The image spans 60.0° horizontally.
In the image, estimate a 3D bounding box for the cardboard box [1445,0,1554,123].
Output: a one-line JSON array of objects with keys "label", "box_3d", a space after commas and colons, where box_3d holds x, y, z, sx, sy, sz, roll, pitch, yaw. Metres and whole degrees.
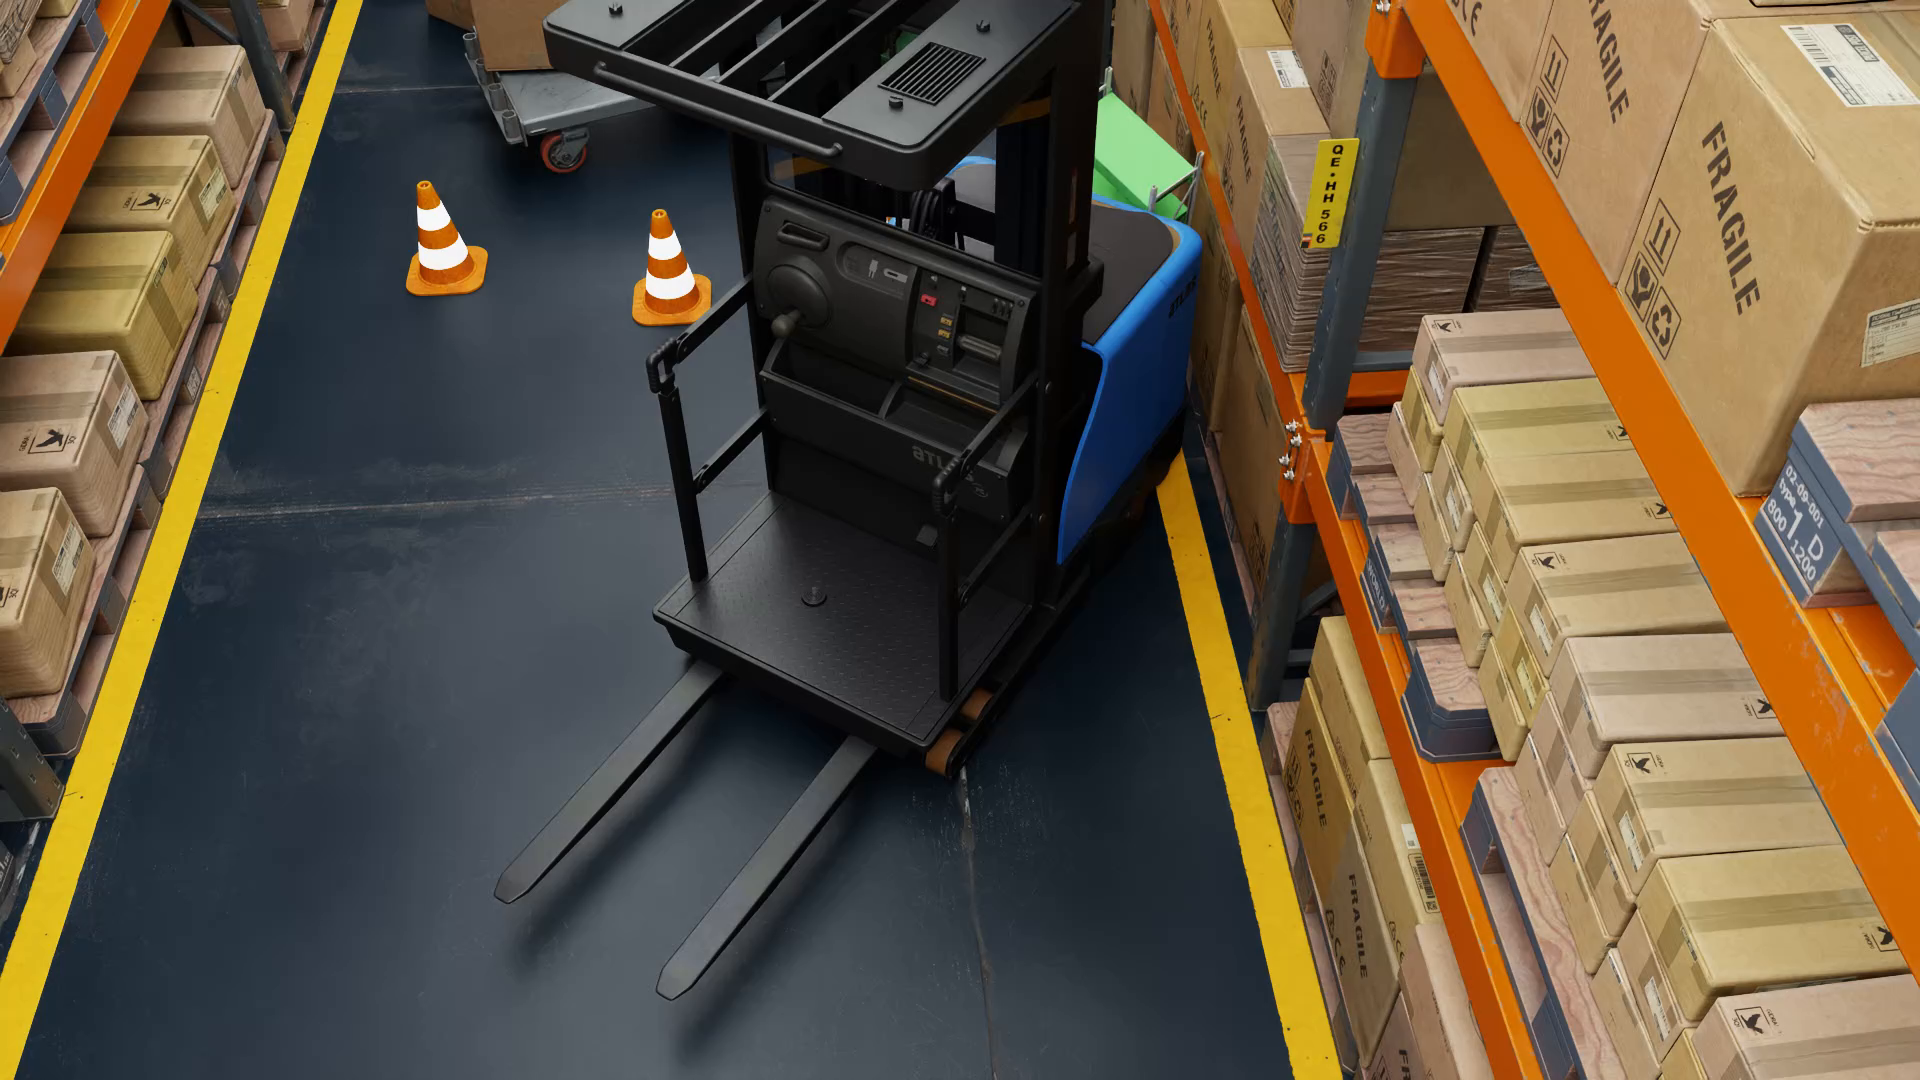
[{"label": "cardboard box", "box_3d": [1.271, -1.149, 3.137, 0.500, 0.500, 0.500, -3, 47, -3]}]

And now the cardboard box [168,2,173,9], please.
[{"label": "cardboard box", "box_3d": [-4.088, -2.901, 8.019, 0.500, 0.500, 0.500, -4, 47, -4]}]

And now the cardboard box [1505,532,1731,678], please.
[{"label": "cardboard box", "box_3d": [1.397, 0.135, 3.530, 0.380, 0.149, 0.250, -5, 47, -5]}]

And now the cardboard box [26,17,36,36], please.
[{"label": "cardboard box", "box_3d": [-3.462, -1.799, 5.772, 0.380, 0.149, 0.250, -5, 47, -5]}]

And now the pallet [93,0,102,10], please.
[{"label": "pallet", "box_3d": [-3.852, -2.405, 6.593, 1.003, 0.211, 1.213, -3, 47, -3]}]

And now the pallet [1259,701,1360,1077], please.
[{"label": "pallet", "box_3d": [1.552, 1.012, 5.146, 1.003, 0.211, 1.213, -3, 47, -3]}]

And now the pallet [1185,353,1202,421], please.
[{"label": "pallet", "box_3d": [1.398, -1.009, 7.060, 1.003, 0.211, 1.213, -3, 47, -3]}]

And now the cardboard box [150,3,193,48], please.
[{"label": "cardboard box", "box_3d": [-4.088, -2.643, 8.291, 0.500, 0.250, 0.500, -2, 47, -1]}]

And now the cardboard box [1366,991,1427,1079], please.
[{"label": "cardboard box", "box_3d": [1.387, 1.465, 4.229, 0.500, 0.500, 0.500, -5, 47, -4]}]

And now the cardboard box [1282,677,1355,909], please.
[{"label": "cardboard box", "box_3d": [1.293, 0.730, 4.925, 0.500, 0.500, 0.500, -5, 47, -5]}]

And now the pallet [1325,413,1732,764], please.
[{"label": "pallet", "box_3d": [1.654, 0.063, 4.257, 1.213, 0.211, 1.003, -3, 47, -3]}]

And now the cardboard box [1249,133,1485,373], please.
[{"label": "cardboard box", "box_3d": [1.183, -0.856, 4.926, 0.500, 0.500, 0.500, -3, 47, -3]}]

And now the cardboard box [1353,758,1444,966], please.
[{"label": "cardboard box", "box_3d": [1.347, 0.826, 4.318, 0.500, 0.250, 0.500, -4, 47, -4]}]

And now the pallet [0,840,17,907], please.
[{"label": "pallet", "box_3d": [-3.445, 1.396, 4.783, 1.003, 0.211, 1.213, -3, 47, -3]}]

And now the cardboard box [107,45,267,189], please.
[{"label": "cardboard box", "box_3d": [-3.724, -1.894, 7.498, 0.950, 0.372, 0.625, -3, 47, -3]}]

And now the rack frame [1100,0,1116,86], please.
[{"label": "rack frame", "box_3d": [1.153, -3.406, 7.410, 1.000, 3.000, 0.127, -3, 47, -3]}]

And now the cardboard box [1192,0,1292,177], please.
[{"label": "cardboard box", "box_3d": [1.101, -1.579, 5.610, 0.500, 0.500, 0.500, -4, 47, -4]}]

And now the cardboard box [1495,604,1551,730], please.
[{"label": "cardboard box", "box_3d": [1.401, 0.261, 3.616, 0.380, 0.149, 0.250, -3, 47, -3]}]

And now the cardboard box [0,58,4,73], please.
[{"label": "cardboard box", "box_3d": [-3.345, -1.519, 5.060, 0.500, 0.500, 0.500, -3, 47, -3]}]

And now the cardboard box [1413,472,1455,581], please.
[{"label": "cardboard box", "box_3d": [1.347, -0.040, 4.106, 0.380, 0.149, 0.250, -1, 47, -1]}]

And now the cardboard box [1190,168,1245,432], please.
[{"label": "cardboard box", "box_3d": [1.450, -0.961, 6.355, 1.050, 0.750, 0.750, -3, 47, -3]}]

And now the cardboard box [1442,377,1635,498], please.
[{"label": "cardboard box", "box_3d": [1.359, -0.234, 3.880, 0.380, 0.149, 0.250, -5, 47, -4]}]

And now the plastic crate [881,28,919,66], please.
[{"label": "plastic crate", "box_3d": [-0.167, -2.505, 8.454, 0.450, 0.188, 0.662, 25, 51, 9]}]

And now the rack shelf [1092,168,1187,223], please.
[{"label": "rack shelf", "box_3d": [0.618, -1.300, 6.310, 0.258, 0.148, 0.480, -37, 70, -14]}]

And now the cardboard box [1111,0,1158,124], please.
[{"label": "cardboard box", "box_3d": [1.295, -2.333, 7.654, 1.050, 0.750, 0.750, -4, 47, -3]}]

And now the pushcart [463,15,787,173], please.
[{"label": "pushcart", "box_3d": [-1.503, -2.305, 8.173, 1.648, 0.377, 0.936, -19, 49, -17]}]

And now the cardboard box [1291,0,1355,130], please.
[{"label": "cardboard box", "box_3d": [1.417, -1.582, 4.924, 0.700, 0.500, 0.500, -4, 47, -4]}]

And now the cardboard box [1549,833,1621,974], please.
[{"label": "cardboard box", "box_3d": [1.438, 0.725, 3.381, 0.380, 0.149, 0.250, -3, 47, -3]}]

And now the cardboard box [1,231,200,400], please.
[{"label": "cardboard box", "box_3d": [-3.601, -0.871, 6.529, 0.950, 0.372, 0.625, -2, 47, -2]}]

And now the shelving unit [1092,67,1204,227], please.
[{"label": "shelving unit", "box_3d": [0.621, -1.228, 6.471, 0.258, 1.200, 0.503, -37, 70, -14]}]

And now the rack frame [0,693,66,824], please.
[{"label": "rack frame", "box_3d": [-3.436, -0.138, 4.315, 1.000, 3.000, 0.127, -3, 47, -3]}]

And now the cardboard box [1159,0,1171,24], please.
[{"label": "cardboard box", "box_3d": [1.012, -2.317, 6.309, 0.500, 0.500, 0.500, -4, 47, -4]}]

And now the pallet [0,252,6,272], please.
[{"label": "pallet", "box_3d": [-3.602, -0.581, 4.867, 1.213, 0.211, 1.003, -3, 47, -3]}]

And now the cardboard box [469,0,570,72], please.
[{"label": "cardboard box", "box_3d": [-2.000, -2.563, 7.812, 0.500, 0.500, 0.500, -3, 47, -3]}]

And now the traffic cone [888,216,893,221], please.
[{"label": "traffic cone", "box_3d": [-0.239, -1.472, 7.325, 0.336, 0.463, 0.334, -3, 47, -3]}]

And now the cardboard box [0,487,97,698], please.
[{"label": "cardboard box", "box_3d": [-3.473, 0.212, 5.504, 0.950, 0.372, 0.625, -6, 47, -6]}]

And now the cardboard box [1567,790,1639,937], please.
[{"label": "cardboard box", "box_3d": [1.438, 0.621, 3.275, 0.380, 0.149, 0.250, -4, 47, -4]}]

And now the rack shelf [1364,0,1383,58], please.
[{"label": "rack shelf", "box_3d": [1.321, -2.743, 5.212, 1.077, 0.370, 4.000, -3, 47, -3]}]

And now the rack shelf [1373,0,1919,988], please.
[{"label": "rack shelf", "box_3d": [1.656, 0.151, 2.471, 1.077, 0.370, 4.000, -3, 47, -3]}]

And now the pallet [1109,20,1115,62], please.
[{"label": "pallet", "box_3d": [1.168, -3.002, 8.948, 1.003, 0.211, 1.213, -3, 47, -3]}]

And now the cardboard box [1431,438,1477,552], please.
[{"label": "cardboard box", "box_3d": [1.353, -0.114, 3.971, 0.380, 0.149, 0.250, -1, 47, -1]}]

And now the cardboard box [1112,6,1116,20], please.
[{"label": "cardboard box", "box_3d": [1.171, -3.279, 8.464, 0.875, 0.875, 0.875, -3, 47, -3]}]

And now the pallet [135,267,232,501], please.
[{"label": "pallet", "box_3d": [-3.599, -0.625, 6.697, 1.003, 0.211, 1.213, -3, 47, -3]}]

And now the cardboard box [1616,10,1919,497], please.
[{"label": "cardboard box", "box_3d": [1.367, -0.426, 2.453, 0.500, 0.500, 0.500, -3, 47, -3]}]

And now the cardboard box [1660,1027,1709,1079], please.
[{"label": "cardboard box", "box_3d": [1.479, 0.992, 2.923, 0.380, 0.149, 0.250, -3, 47, -3]}]

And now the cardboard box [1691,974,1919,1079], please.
[{"label": "cardboard box", "box_3d": [1.487, 0.898, 2.808, 0.380, 0.149, 0.250, -5, 47, -5]}]

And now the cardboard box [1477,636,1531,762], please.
[{"label": "cardboard box", "box_3d": [1.394, 0.350, 3.736, 0.380, 0.149, 0.250, -2, 47, -1]}]

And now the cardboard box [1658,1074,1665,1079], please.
[{"label": "cardboard box", "box_3d": [1.480, 1.106, 3.020, 0.380, 0.149, 0.250, -2, 47, -2]}]

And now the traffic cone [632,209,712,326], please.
[{"label": "traffic cone", "box_3d": [-1.251, -1.199, 7.067, 0.336, 0.463, 0.334, -3, 47, -3]}]

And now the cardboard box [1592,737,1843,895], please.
[{"label": "cardboard box", "box_3d": [1.446, 0.522, 3.164, 0.380, 0.149, 0.250, -2, 47, -2]}]

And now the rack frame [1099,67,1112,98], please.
[{"label": "rack frame", "box_3d": [0.466, -1.399, 6.550, 0.240, 1.200, 0.015, -37, 70, -14]}]

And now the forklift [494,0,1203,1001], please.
[{"label": "forklift", "box_3d": [-0.324, -0.616, 4.815, 1.130, 2.935, 3.031, 24, 51, 21]}]
